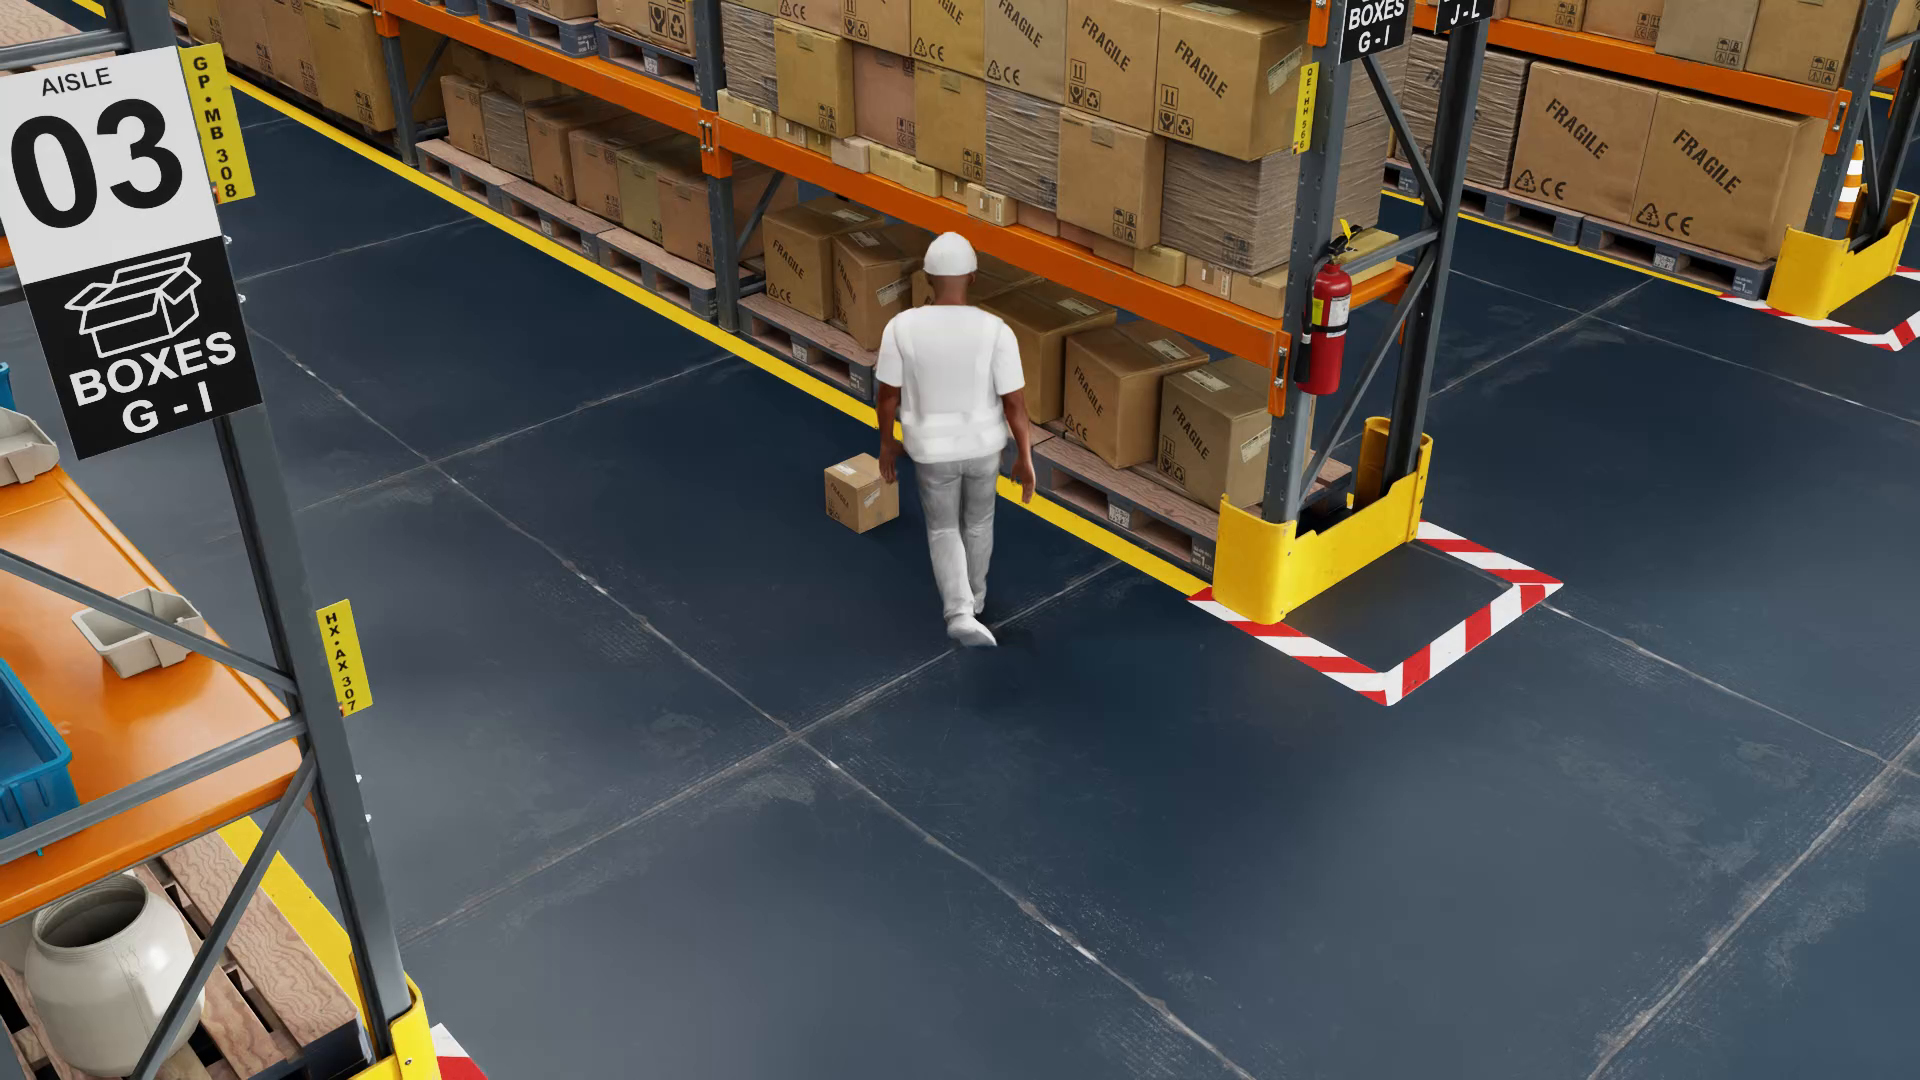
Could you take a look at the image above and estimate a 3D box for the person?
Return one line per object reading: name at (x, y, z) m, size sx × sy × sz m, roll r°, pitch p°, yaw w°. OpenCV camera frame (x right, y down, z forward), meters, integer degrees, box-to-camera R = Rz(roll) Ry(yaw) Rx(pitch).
person at (-0.016, -0.360, 6.698) m, size 0.642 × 1.747 × 0.805 m, roll 0°, pitch 32°, yaw 0°
